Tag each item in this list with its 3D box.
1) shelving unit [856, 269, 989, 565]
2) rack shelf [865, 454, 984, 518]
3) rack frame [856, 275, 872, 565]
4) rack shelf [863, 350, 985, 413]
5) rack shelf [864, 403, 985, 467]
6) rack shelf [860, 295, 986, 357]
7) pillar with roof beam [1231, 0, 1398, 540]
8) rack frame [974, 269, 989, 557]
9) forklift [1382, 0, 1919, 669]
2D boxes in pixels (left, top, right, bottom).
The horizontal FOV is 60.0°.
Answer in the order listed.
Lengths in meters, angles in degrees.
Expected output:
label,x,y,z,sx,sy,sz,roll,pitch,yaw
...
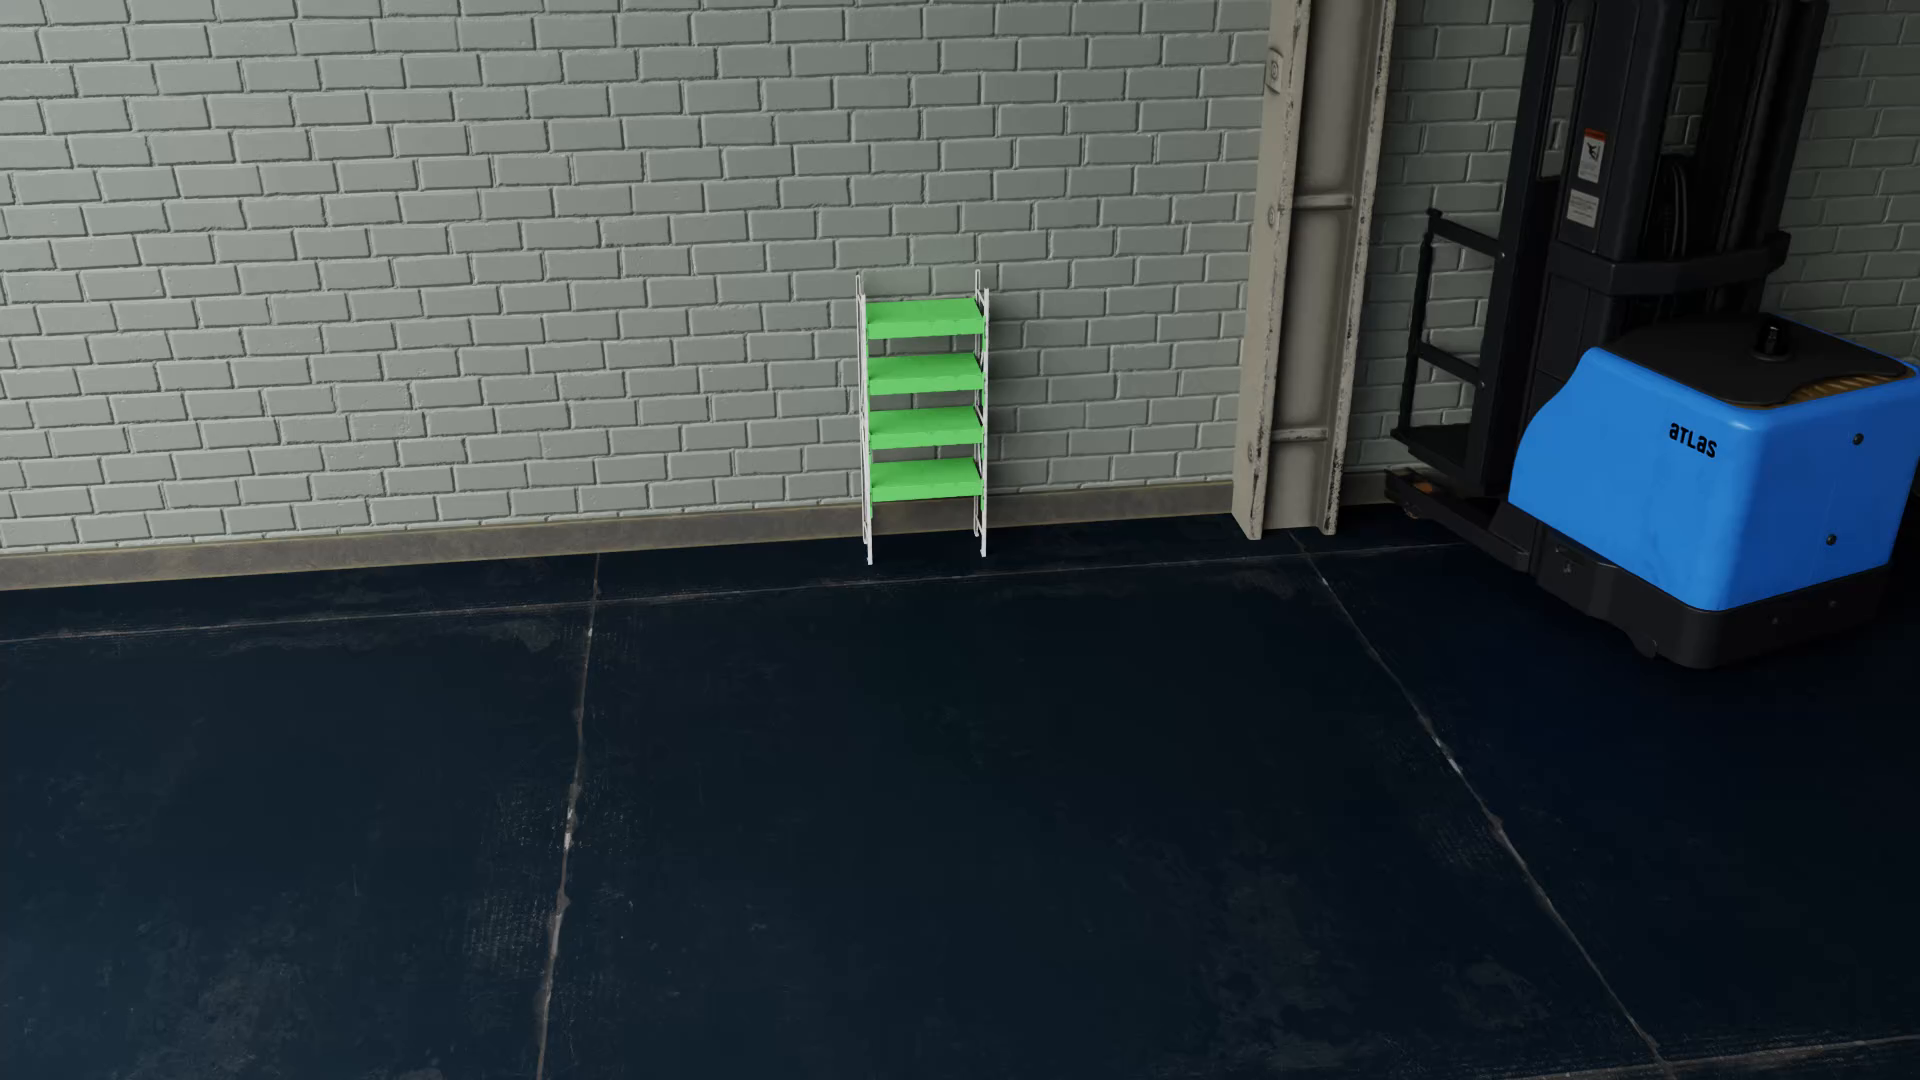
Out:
label,x,y,z,sx,sy,sz,roll,pitch,yaw
shelving unit,-0.154,-0.497,6.898,0.503,1.200,0.258,-4,28,-8
rack shelf,-0.155,-0.229,7.042,0.480,0.148,0.258,-4,28,-8
rack frame,-0.395,-0.480,6.866,0.015,1.200,0.240,-4,28,-8
rack shelf,-0.154,-0.652,6.815,0.480,0.148,0.258,-4,28,-8
rack shelf,-0.154,-0.441,6.929,0.480,0.148,0.258,-4,28,-8
rack shelf,-0.153,-0.863,6.702,0.480,0.148,0.258,-4,28,-8
pillar with roof beam,2.036,-2.140,1.564,0.400,9.000,9.100,-4,27,-7
rack frame,0.087,-0.513,6.931,0.015,1.200,0.240,-4,28,-8
forklift,2.538,-1.472,6.909,1.130,2.935,3.031,-12,29,-22
